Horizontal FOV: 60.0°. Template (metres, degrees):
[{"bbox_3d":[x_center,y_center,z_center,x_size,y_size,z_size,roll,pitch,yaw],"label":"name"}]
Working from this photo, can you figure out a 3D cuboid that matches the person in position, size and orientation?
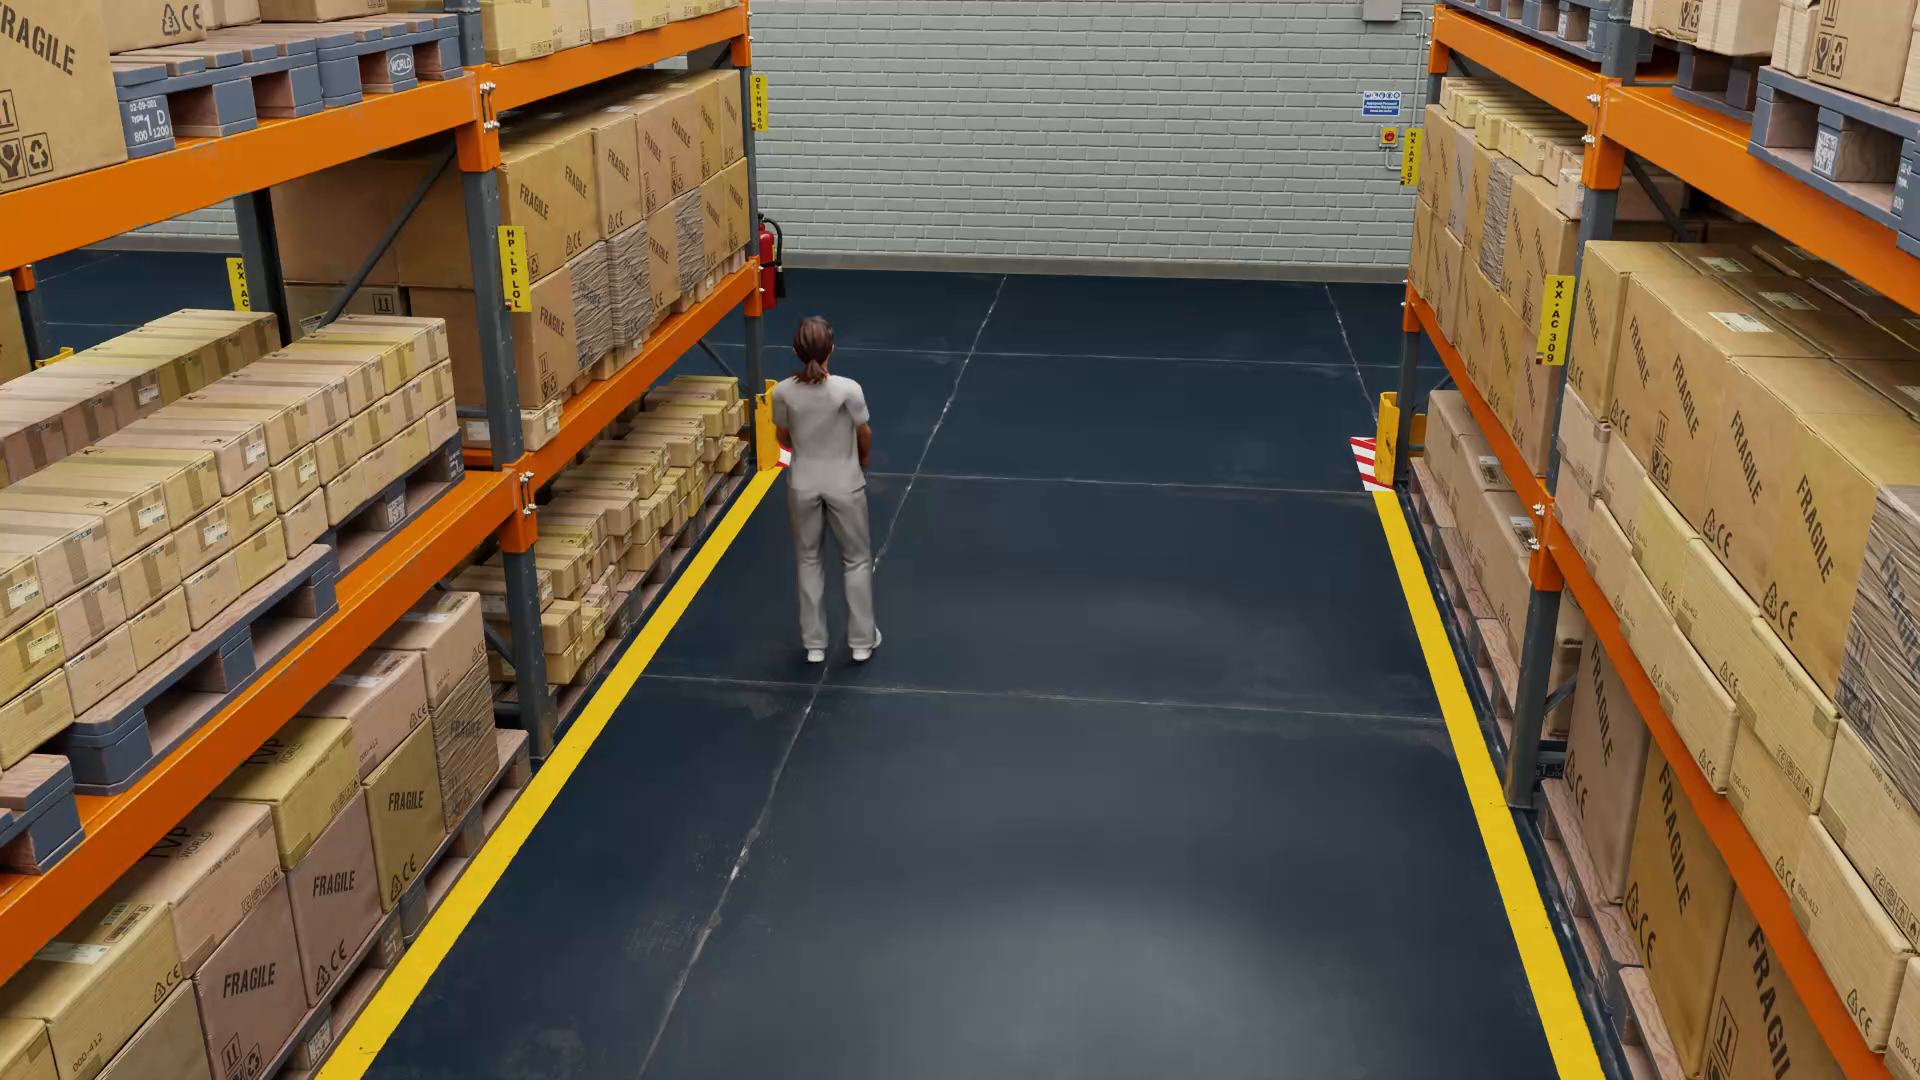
[{"bbox_3d":[-0.622,-0.244,7.711,0.452,1.676,0.534,2,21,6],"label":"person"}]
